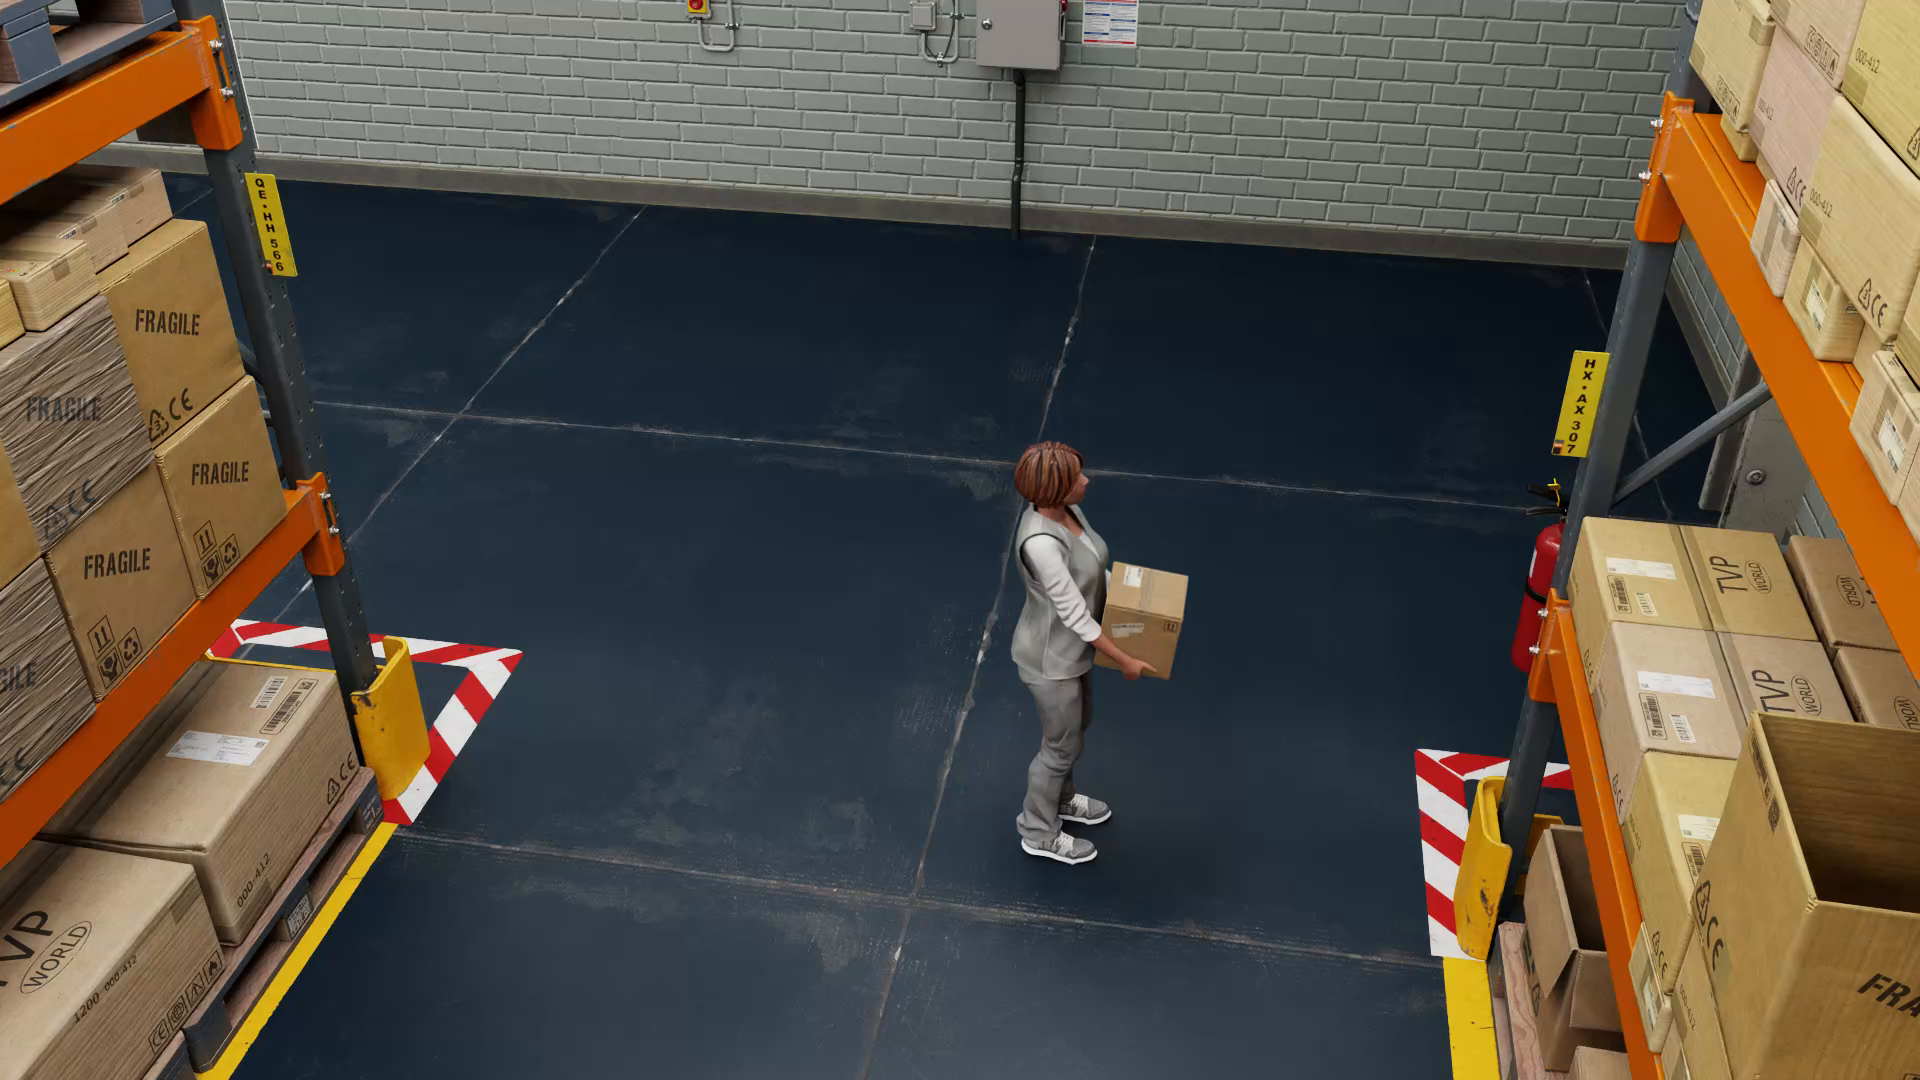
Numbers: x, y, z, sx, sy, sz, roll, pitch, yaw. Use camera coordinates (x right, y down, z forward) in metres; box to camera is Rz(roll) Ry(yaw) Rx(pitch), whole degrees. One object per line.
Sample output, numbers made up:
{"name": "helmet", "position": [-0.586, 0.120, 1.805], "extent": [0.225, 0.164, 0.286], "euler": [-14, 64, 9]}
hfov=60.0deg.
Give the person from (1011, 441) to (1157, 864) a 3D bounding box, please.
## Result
{"name": "person", "position": [0.415, 0.394, 5.556], "extent": [0.499, 1.576, 0.404], "euler": [6, 33, 9]}
